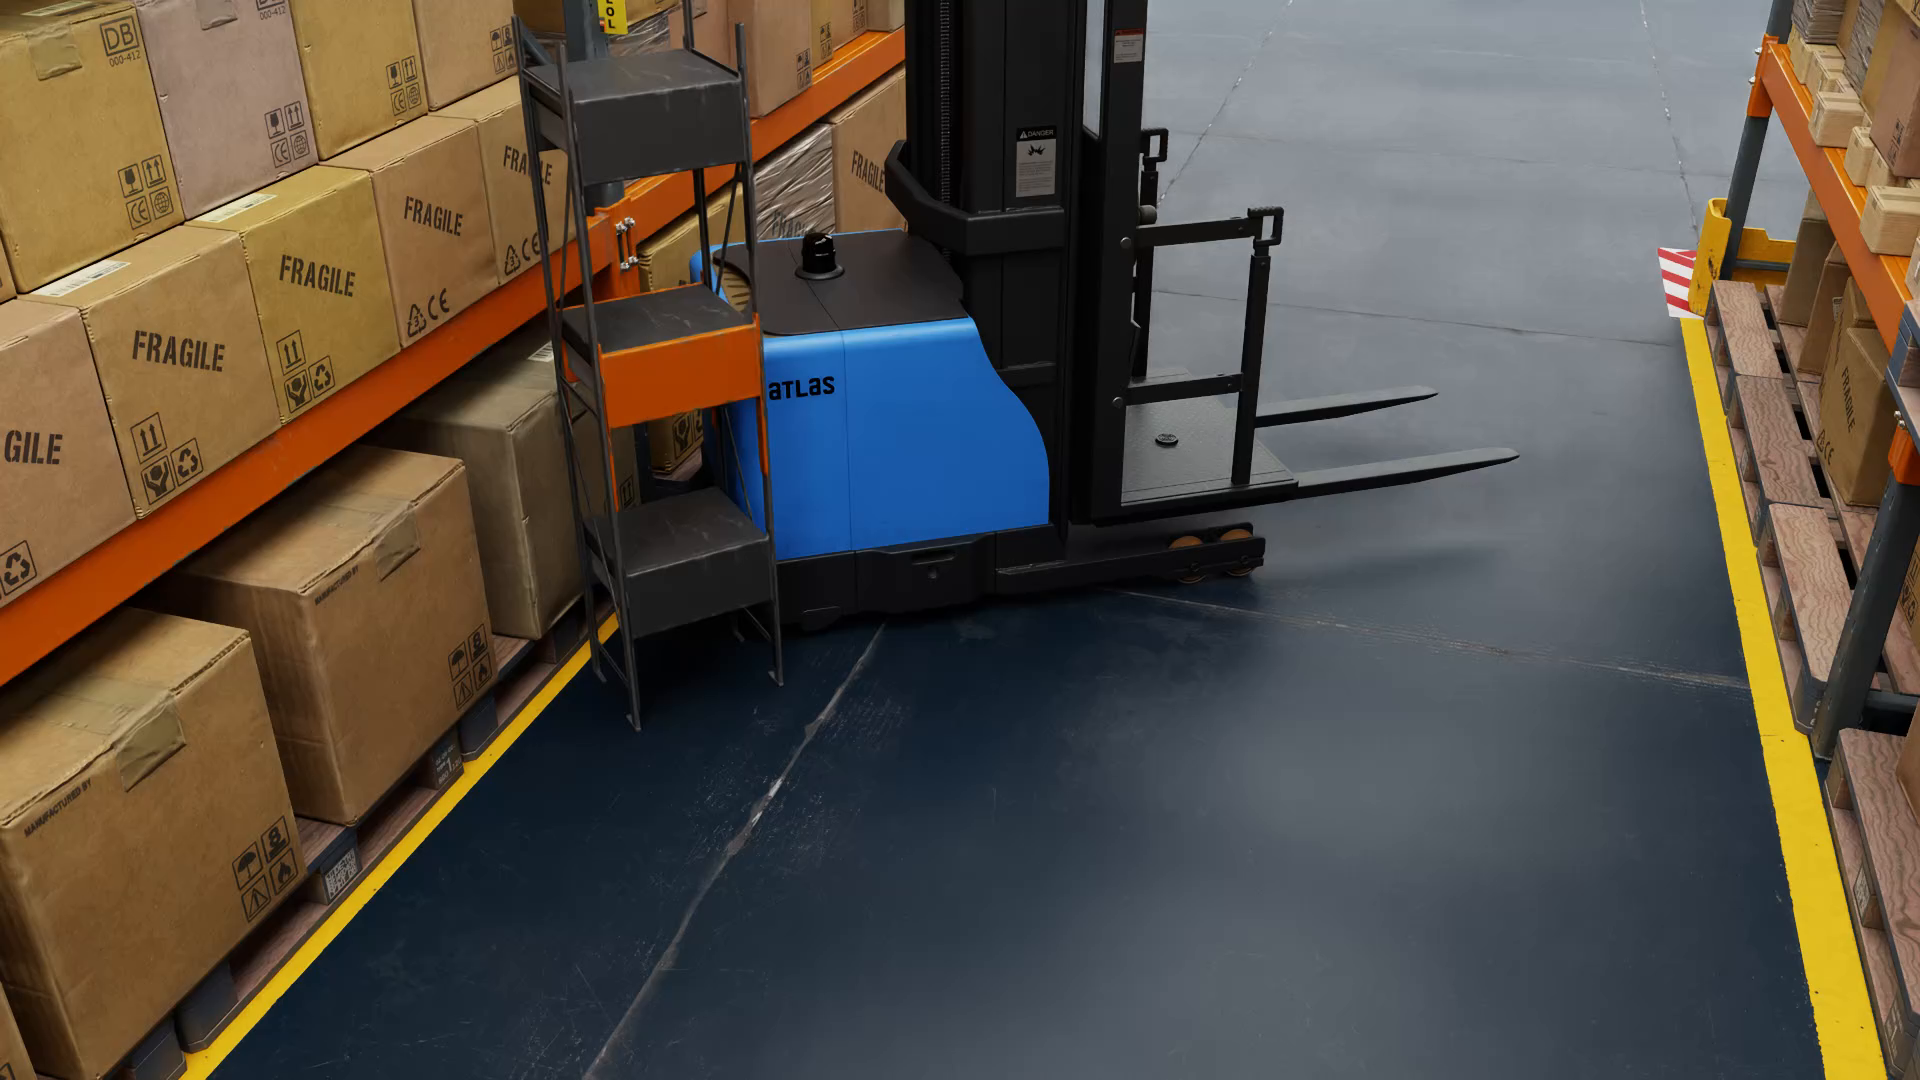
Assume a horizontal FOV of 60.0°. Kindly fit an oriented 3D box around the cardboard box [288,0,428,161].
[{"bbox_3d":[-1.912,-1.362,4.482,0.700,0.500,0.500,8,30,14],"label":"cardboard box"}]

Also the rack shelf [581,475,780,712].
[{"bbox_3d":[-0.889,0.160,5.267,0.480,0.518,0.431,-16,33,-26],"label":"rack shelf"}]

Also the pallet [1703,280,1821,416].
[{"bbox_3d":[3.968,-0.830,7.526,1.003,0.211,1.213,8,30,15],"label":"pallet"}]

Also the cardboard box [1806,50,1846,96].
[{"bbox_3d":[3.718,-1.902,6.842,0.380,0.149,0.250,8,30,15],"label":"cardboard box"}]

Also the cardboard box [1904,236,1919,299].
[{"bbox_3d":[2.953,-0.745,4.762,0.380,0.149,0.250,8,30,15],"label":"cardboard box"}]

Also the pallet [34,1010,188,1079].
[{"bbox_3d":[-2.494,1.369,3.572,1.003,0.211,1.213,8,30,15],"label":"pallet"}]

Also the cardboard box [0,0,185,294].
[{"bbox_3d":[-2.210,-0.893,3.639,0.700,0.500,0.500,8,30,14],"label":"cardboard box"}]

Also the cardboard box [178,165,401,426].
[{"bbox_3d":[-1.817,-0.646,4.223,0.500,0.500,0.500,9,30,15],"label":"cardboard box"}]

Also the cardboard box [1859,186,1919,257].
[{"bbox_3d":[3.051,-0.985,5.193,0.380,0.149,0.250,8,30,15],"label":"cardboard box"}]

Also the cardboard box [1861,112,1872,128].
[{"bbox_3d":[3.472,-1.430,5.994,0.380,0.149,0.250,8,30,15],"label":"cardboard box"}]

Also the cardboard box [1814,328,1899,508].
[{"bbox_3d":[3.512,-0.436,6.088,0.500,0.500,0.500,6,30,10],"label":"cardboard box"}]

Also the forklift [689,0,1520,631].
[{"bbox_3d":[0.600,-1.364,5.686,3.031,2.935,1.130,-8,30,-14],"label":"forklift"}]

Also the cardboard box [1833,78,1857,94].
[{"bbox_3d":[3.591,-1.667,6.419,0.380,0.149,0.250,8,30,15],"label":"cardboard box"}]

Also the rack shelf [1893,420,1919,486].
[{"bbox_3d":[2.502,0.646,2.743,1.077,0.370,4.000,8,30,15],"label":"rack shelf"}]

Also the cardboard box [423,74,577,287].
[{"bbox_3d":[-1.521,-1.116,5.067,0.500,0.500,0.500,8,30,15],"label":"cardboard box"}]

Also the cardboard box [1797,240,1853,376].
[{"bbox_3d":[3.921,-0.978,7.061,0.500,0.500,0.500,17,33,28],"label":"cardboard box"}]

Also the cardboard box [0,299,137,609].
[{"bbox_3d":[-2.112,-0.179,3.383,0.500,0.500,0.500,8,30,15],"label":"cardboard box"}]

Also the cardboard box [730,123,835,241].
[{"bbox_3d":[-1.111,-1.309,7.272,0.875,0.875,0.875,9,30,15],"label":"cardboard box"}]

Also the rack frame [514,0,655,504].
[{"bbox_3d":[-1.623,-1.353,5.596,1.000,3.000,0.127,8,30,15],"label":"rack frame"}]

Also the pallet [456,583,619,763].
[{"bbox_3d":[-1.777,0.235,5.610,1.003,0.211,1.213,8,30,15],"label":"pallet"}]

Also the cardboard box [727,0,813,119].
[{"bbox_3d":[-1.115,-2.084,6.757,0.875,0.550,0.550,8,30,15],"label":"cardboard box"}]

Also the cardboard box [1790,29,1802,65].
[{"bbox_3d":[3.860,-2.135,7.261,0.380,0.149,0.250,8,30,15],"label":"cardboard box"}]

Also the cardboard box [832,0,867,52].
[{"bbox_3d":[-0.940,-2.597,7.679,0.875,0.550,0.550,8,30,15],"label":"cardboard box"}]

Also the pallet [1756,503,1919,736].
[{"bbox_3d":[3.252,0.303,5.487,1.003,0.211,1.213,8,30,15],"label":"pallet"}]

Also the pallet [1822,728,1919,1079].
[{"bbox_3d":[2.862,0.983,4.266,1.003,0.211,1.213,8,30,15],"label":"pallet"}]

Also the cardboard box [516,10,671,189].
[{"bbox_3d":[-1.526,-1.591,5.871,0.875,0.550,0.550,8,30,15],"label":"cardboard box"}]

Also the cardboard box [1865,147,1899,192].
[{"bbox_3d":[3.285,-1.204,5.587,0.380,0.149,0.250,8,30,15],"label":"cardboard box"}]

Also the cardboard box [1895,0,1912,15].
[{"bbox_3d":[3.251,-1.922,5.182,0.500,0.500,0.500,8,30,15],"label":"cardboard box"}]

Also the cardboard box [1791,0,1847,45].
[{"bbox_3d":[4.075,-2.379,7.032,0.875,0.500,0.500,8,30,15],"label":"cardboard box"}]

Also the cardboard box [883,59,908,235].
[{"bbox_3d":[-0.585,-2.142,8.769,0.875,0.875,0.875,9,30,15],"label":"cardboard box"}]

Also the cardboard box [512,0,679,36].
[{"bbox_3d":[-1.482,-2.057,5.596,0.875,0.550,0.550,8,30,15],"label":"cardboard box"}]

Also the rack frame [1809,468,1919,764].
[{"bbox_3d":[3.089,-0.598,4.239,1.000,3.000,0.127,8,30,15],"label":"rack frame"}]

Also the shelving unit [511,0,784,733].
[{"bbox_3d":[-0.886,-0.462,4.916,0.503,2.100,0.431,-16,33,-26],"label":"shelving unit"}]

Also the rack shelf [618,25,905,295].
[{"bbox_3d":[-1.036,-1.968,7.442,1.077,0.370,4.000,8,30,15],"label":"rack shelf"}]

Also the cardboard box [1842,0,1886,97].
[{"bbox_3d":[3.855,-1.903,6.177,0.875,0.500,0.500,8,30,15],"label":"cardboard box"}]

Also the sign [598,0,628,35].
[{"bbox_3d":[-1.101,-1.751,5.203,0.100,0.325,0.005,8,30,15],"label":"sign"}]

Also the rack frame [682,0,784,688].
[{"bbox_3d":[-0.675,-0.522,5.024,0.015,2.100,0.400,-16,33,-26],"label":"rack frame"}]

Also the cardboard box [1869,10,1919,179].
[{"bbox_3d":[3.511,-1.446,5.355,0.875,0.500,0.500,8,30,15],"label":"cardboard box"}]

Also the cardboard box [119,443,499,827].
[{"bbox_3d":[-2.006,0.196,4.694,1.050,0.750,0.750,8,30,15],"label":"cardboard box"}]
